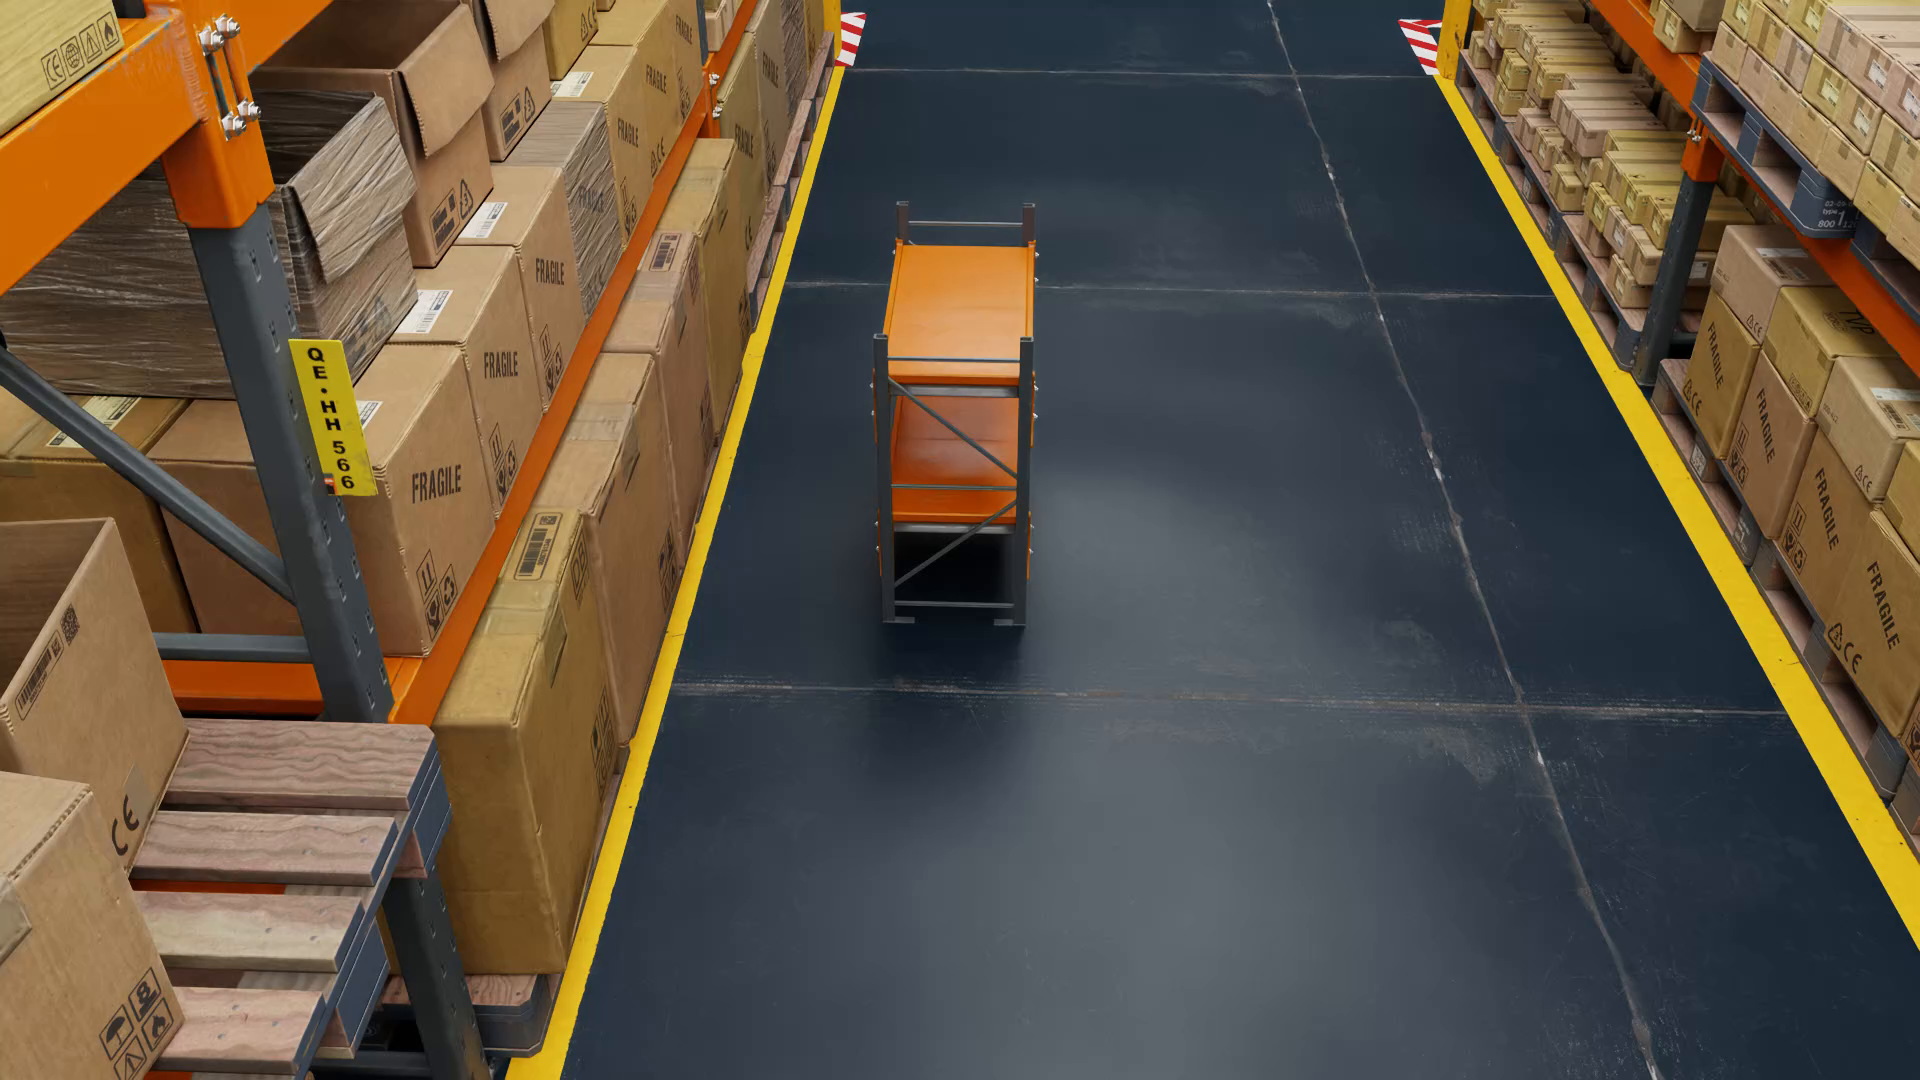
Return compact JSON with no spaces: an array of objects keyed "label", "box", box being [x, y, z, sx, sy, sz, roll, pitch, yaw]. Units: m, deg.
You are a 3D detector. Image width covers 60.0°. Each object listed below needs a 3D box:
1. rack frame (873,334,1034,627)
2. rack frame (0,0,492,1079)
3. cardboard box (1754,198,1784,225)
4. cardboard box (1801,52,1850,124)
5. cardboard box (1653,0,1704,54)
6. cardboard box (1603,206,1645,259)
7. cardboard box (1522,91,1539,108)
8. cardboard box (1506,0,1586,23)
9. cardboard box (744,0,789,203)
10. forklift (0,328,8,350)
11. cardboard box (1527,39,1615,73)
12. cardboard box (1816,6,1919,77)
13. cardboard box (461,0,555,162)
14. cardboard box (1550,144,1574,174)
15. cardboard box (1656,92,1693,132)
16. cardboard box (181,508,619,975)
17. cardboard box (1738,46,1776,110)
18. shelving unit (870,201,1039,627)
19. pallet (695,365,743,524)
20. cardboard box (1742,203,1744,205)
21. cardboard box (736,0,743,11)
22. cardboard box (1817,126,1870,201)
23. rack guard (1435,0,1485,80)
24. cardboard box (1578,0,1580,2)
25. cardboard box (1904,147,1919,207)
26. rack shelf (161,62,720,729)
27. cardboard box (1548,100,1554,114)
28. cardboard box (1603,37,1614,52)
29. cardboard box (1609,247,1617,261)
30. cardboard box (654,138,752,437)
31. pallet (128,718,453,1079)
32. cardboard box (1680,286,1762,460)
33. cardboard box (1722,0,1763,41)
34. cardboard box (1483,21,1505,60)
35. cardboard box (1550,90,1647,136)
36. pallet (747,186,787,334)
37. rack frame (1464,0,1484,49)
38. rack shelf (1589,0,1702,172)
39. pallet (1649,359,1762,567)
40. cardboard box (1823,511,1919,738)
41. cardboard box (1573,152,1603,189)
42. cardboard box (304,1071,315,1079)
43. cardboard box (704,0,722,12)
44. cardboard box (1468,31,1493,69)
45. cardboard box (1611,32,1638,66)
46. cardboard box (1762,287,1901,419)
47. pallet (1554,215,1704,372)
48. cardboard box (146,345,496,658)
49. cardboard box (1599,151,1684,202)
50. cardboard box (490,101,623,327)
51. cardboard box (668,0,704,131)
[{"label":"rack frame","box":[-0.020,-0.172,5.517,0.500,1.125,0.032,1,35,2]},{"label":"rack frame","box":[-1.676,0.217,3.333,0.949,2.616,0.053,1,35,2]},{"label":"cardboard box","box":[3.654,-1.351,7.160,0.380,0.149,0.250,3,35,4]},{"label":"cardboard box","box":[2.930,-1.437,5.281,0.380,0.149,0.250,0,35,0]},{"label":"cardboard box","box":[3.113,-2.126,6.885,0.380,0.149,0.250,0,35,1]},{"label":"cardboard box","box":[3.127,-1.380,7.460,0.380,0.149,0.250,0,35,0]},{"label":"cardboard box","box":[3.287,-2.330,9.071,0.380,0.149,0.250,1,35,2]},{"label":"cardboard box","box":[3.343,-3.001,9.509,0.380,0.149,0.250,2,35,3]},{"label":"cardboard box","box":[-1.376,-2.278,8.366,0.875,0.875,0.875,1,35,2]},{"label":"forklift","box":[-3.984,-1.048,5.192,3.031,2.935,1.130,-27,43,-33]},{"label":"cardboard box","box":[3.257,-2.556,8.875,0.380,0.149,0.250,3,35,4]},{"label":"cardboard box","box":[2.928,-1.554,5.189,0.380,0.149,0.250,1,35,1]},{"label":"cardboard box","box":[-1.584,-1.414,4.694,0.797,0.503,0.637,2,35,3]},{"label":"cardboard box","box":[3.228,-1.890,8.445,0.380,0.149,0.250,2,35,3]},{"label":"cardboard box","box":[3.694,-2.107,8.236,0.380,0.149,0.250,0,35,0]},{"label":"cardboard box","box":[-1.630,0.518,4.386,1.225,0.875,0.875,0,35,0]},{"label":"cardboard box","box":[2.953,-1.603,5.775,0.380,0.149,0.250,2,35,3]},{"label":"shelving unit","box":[0.000,-0.464,5.932,0.538,1.125,1.048,1,35,2]},{"label":"pallet","box":[-1.474,-0.495,6.771,1.003,0.211,1.213,1,35,2]},{"label":"cardboard box","box":[3.662,-1.525,7.667,0.380,0.149,0.250,1,35,2]},{"label":"cardboard box","box":[-1.154,-2.443,7.336,0.380,0.149,0.250,2,35,3]},{"label":"cardboard box","box":[2.918,-1.169,5.157,0.380,0.149,0.250,0,35,0]},{"label":"rack guard","box":[3.591,-3.140,10.284,1.175,0.500,0.348,1,35,2]},{"label":"cardboard box","box":[3.826,-3.146,9.714,0.380,0.149,0.250,2,35,2]},{"label":"cardboard box","box":[2.898,-0.985,4.638,0.380,0.149,0.250,1,35,1]},{"label":"rack shelf","box":[-1.599,-0.638,5.175,1.077,0.370,4.000,1,35,2]},{"label":"cardboard box","box":[3.324,-2.284,8.746,0.380,0.149,0.250,3,35,4]},{"label":"cardboard box","box":[3.839,-2.726,9.375,0.380,0.149,0.250,0,35,0]},{"label":"cardboard box","box":[3.203,-1.295,7.598,0.380,0.149,0.250,2,35,3]},{"label":"cardboard box","box":[-1.524,-1.016,6.569,1.225,0.875,0.875,1,35,2]},{"label":"pallet","box":[-1.601,0.707,2.802,1.213,0.211,1.003,1,35,2]},{"label":"cardboard box","box":[3.139,-0.639,6.360,0.500,0.500,0.500,3,35,4]},{"label":"cardboard box","box":[2.958,-1.884,5.916,0.380,0.149,0.250,2,35,3]},{"label":"cardboard box","box":[3.249,-2.883,9.599,0.380,0.149,0.250,1,35,2]},{"label":"cardboard box","box":[3.167,-2.119,8.253,0.380,0.149,0.250,0,35,0]},{"label":"pallet","box":[-1.410,-1.375,8.024,1.003,0.211,1.213,1,35,2]},{"label":"rack frame","box":[3.594,-4.207,9.627,1.000,3.000,0.127,1,35,2]},{"label":"rack shelf","box":[3.514,-2.763,8.199,1.077,0.370,4.000,1,35,2]},{"label":"pallet","box":[3.404,-0.320,6.522,1.003,0.211,1.213,1,35,2]},{"label":"cardboard box","box":[3.068,0.254,5.089,0.500,0.500,0.500,0,35,0]},{"label":"cardboard box","box":[3.219,-1.823,8.091,0.380,0.149,0.250,2,35,3]},{"label":"cardboard box","box":[-1.686,1.445,3.377,0.700,0.500,0.500,0,35,-1]},{"label":"cardboard box","box":[-1.238,-2.406,6.936,0.500,0.250,0.500,1,35,1]},{"label":"cardboard box","box":[3.253,-2.919,9.908,0.380,0.149,0.250,2,35,3]},{"label":"cardboard box","box":[3.802,-2.704,9.085,0.380,0.149,0.250,0,35,0]},{"label":"cardboard box","box":[3.121,-0.640,5.709,0.500,0.250,0.500,2,35,3]},{"label":"pallet","box":[3.425,-1.154,7.709,1.003,0.211,1.213,1,35,2]},{"label":"cardboard box","box":[-1.388,-0.097,3.692,0.500,0.500,0.500,2,35,3]},{"label":"cardboard box","box":[3.161,-1.659,7.598,0.380,0.149,0.250,1,35,1]},{"label":"cardboard box","box":[-1.330,-0.975,4.942,0.500,0.500,0.500,1,35,2]},{"label":"cardboard box","box":[-1.264,-1.847,6.183,0.500,0.500,0.500,1,35,2]}]
